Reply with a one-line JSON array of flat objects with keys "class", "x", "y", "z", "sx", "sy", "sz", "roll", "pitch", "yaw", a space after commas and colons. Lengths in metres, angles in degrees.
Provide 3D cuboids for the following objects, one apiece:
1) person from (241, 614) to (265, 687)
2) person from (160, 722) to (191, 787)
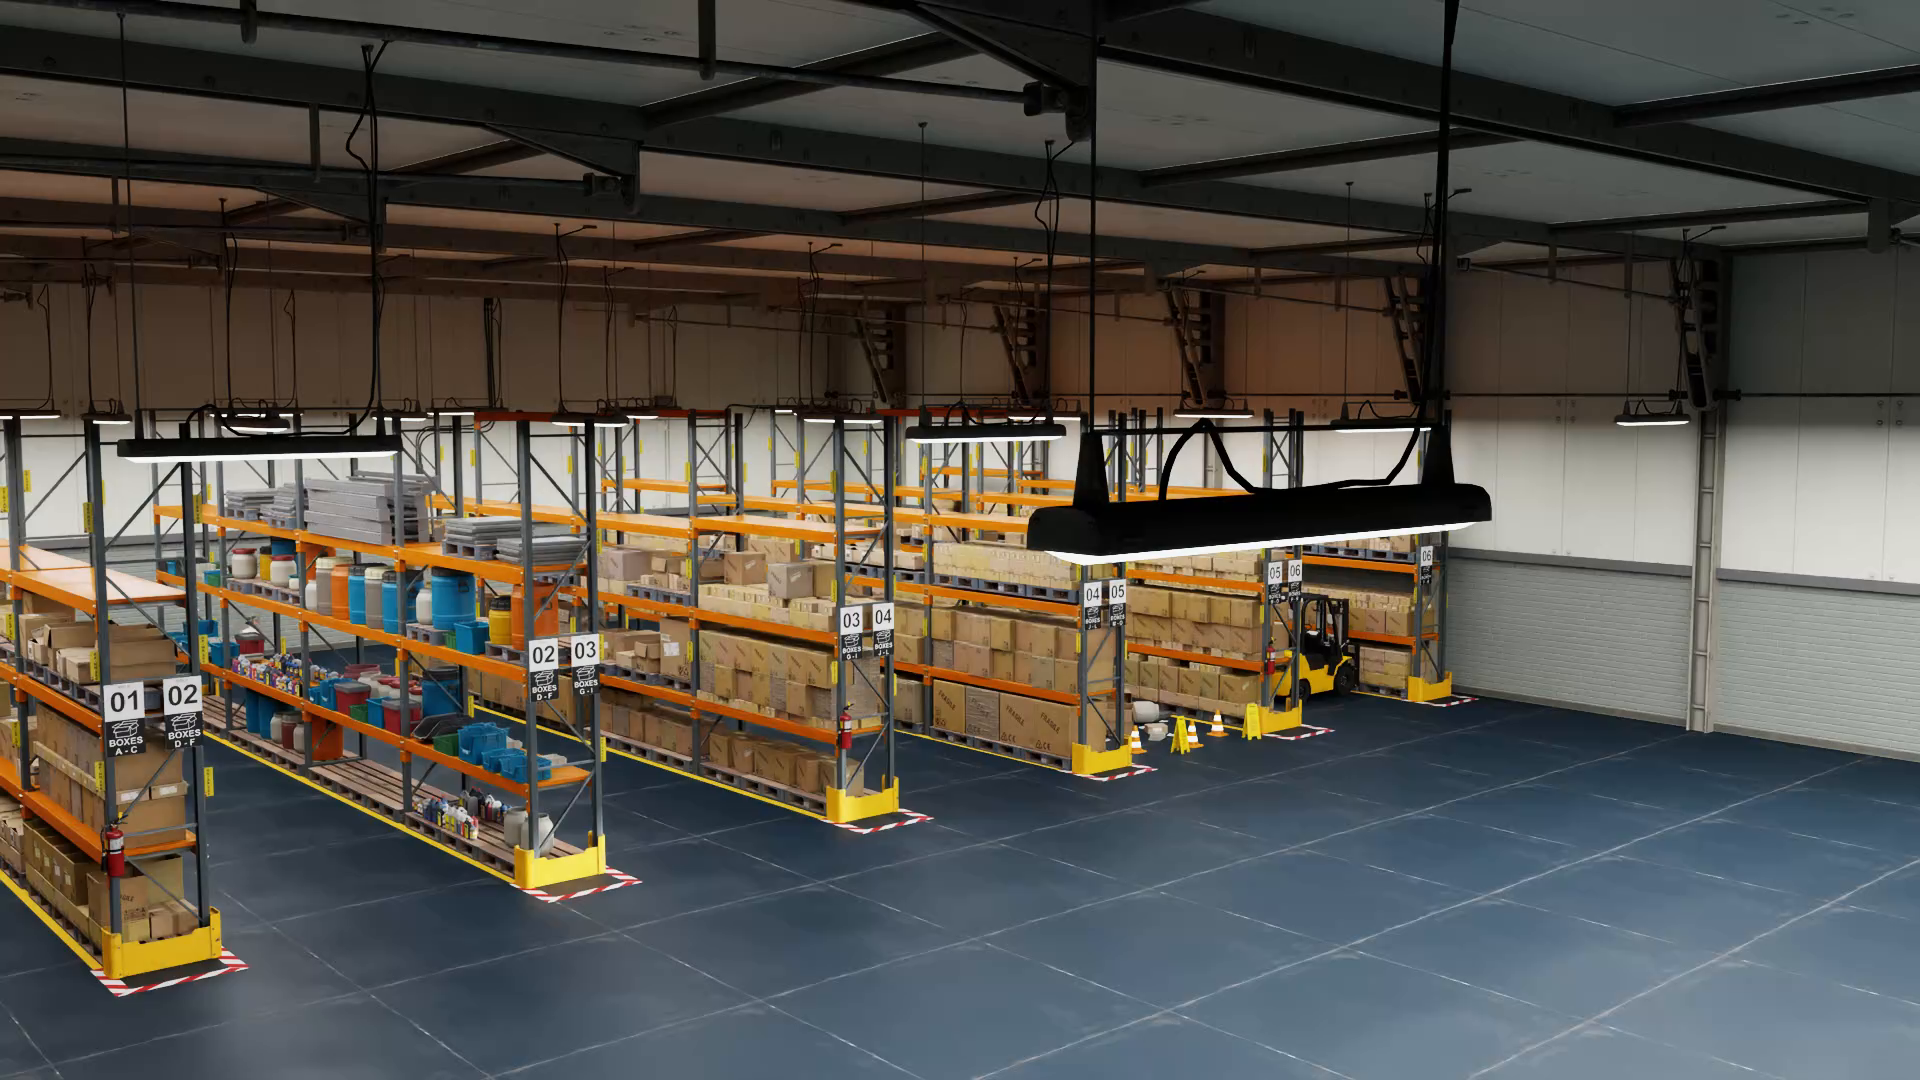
[{"class": "person", "x": -15.014, "y": 2.395, "z": 35.310, "sx": 0.448, "sy": 1.652, "sz": 0.707, "roll": -5, "pitch": 7, "yaw": -44}, {"class": "person", "x": -12.607, "y": 3.113, "z": 26.682, "sx": 0.589, "sy": 1.824, "sz": 0.657, "roll": 0, "pitch": 5, "yaw": -3}]
